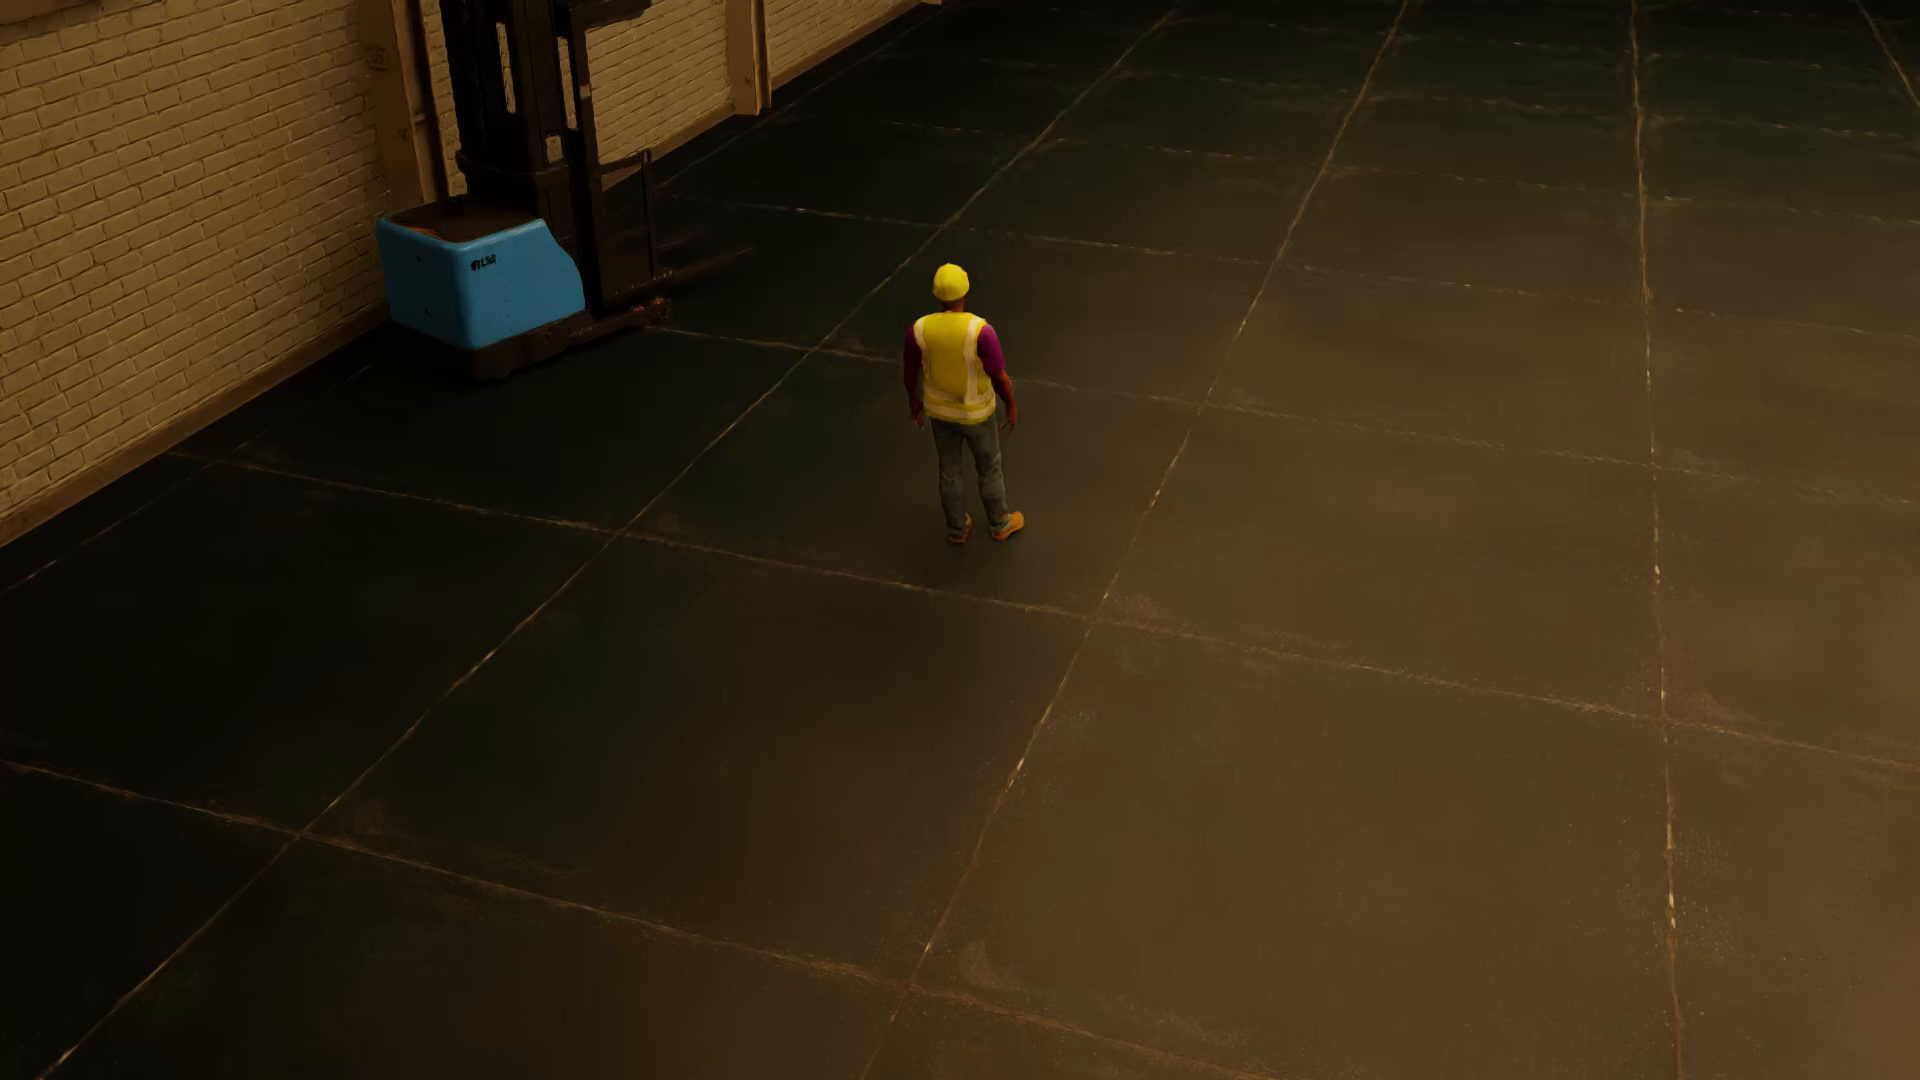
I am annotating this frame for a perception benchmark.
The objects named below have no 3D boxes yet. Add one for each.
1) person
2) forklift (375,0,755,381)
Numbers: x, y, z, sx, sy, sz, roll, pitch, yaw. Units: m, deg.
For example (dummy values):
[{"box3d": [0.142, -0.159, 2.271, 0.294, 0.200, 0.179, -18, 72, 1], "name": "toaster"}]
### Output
[{"box3d": [0.028, -0.805, 9.711, 0.665, 1.766, 0.576, 10, 31, 16], "name": "person"}, {"box3d": [-2.931, -3.079, 12.538, 1.130, 2.935, 3.031, 22, 36, 33], "name": "forklift"}]
